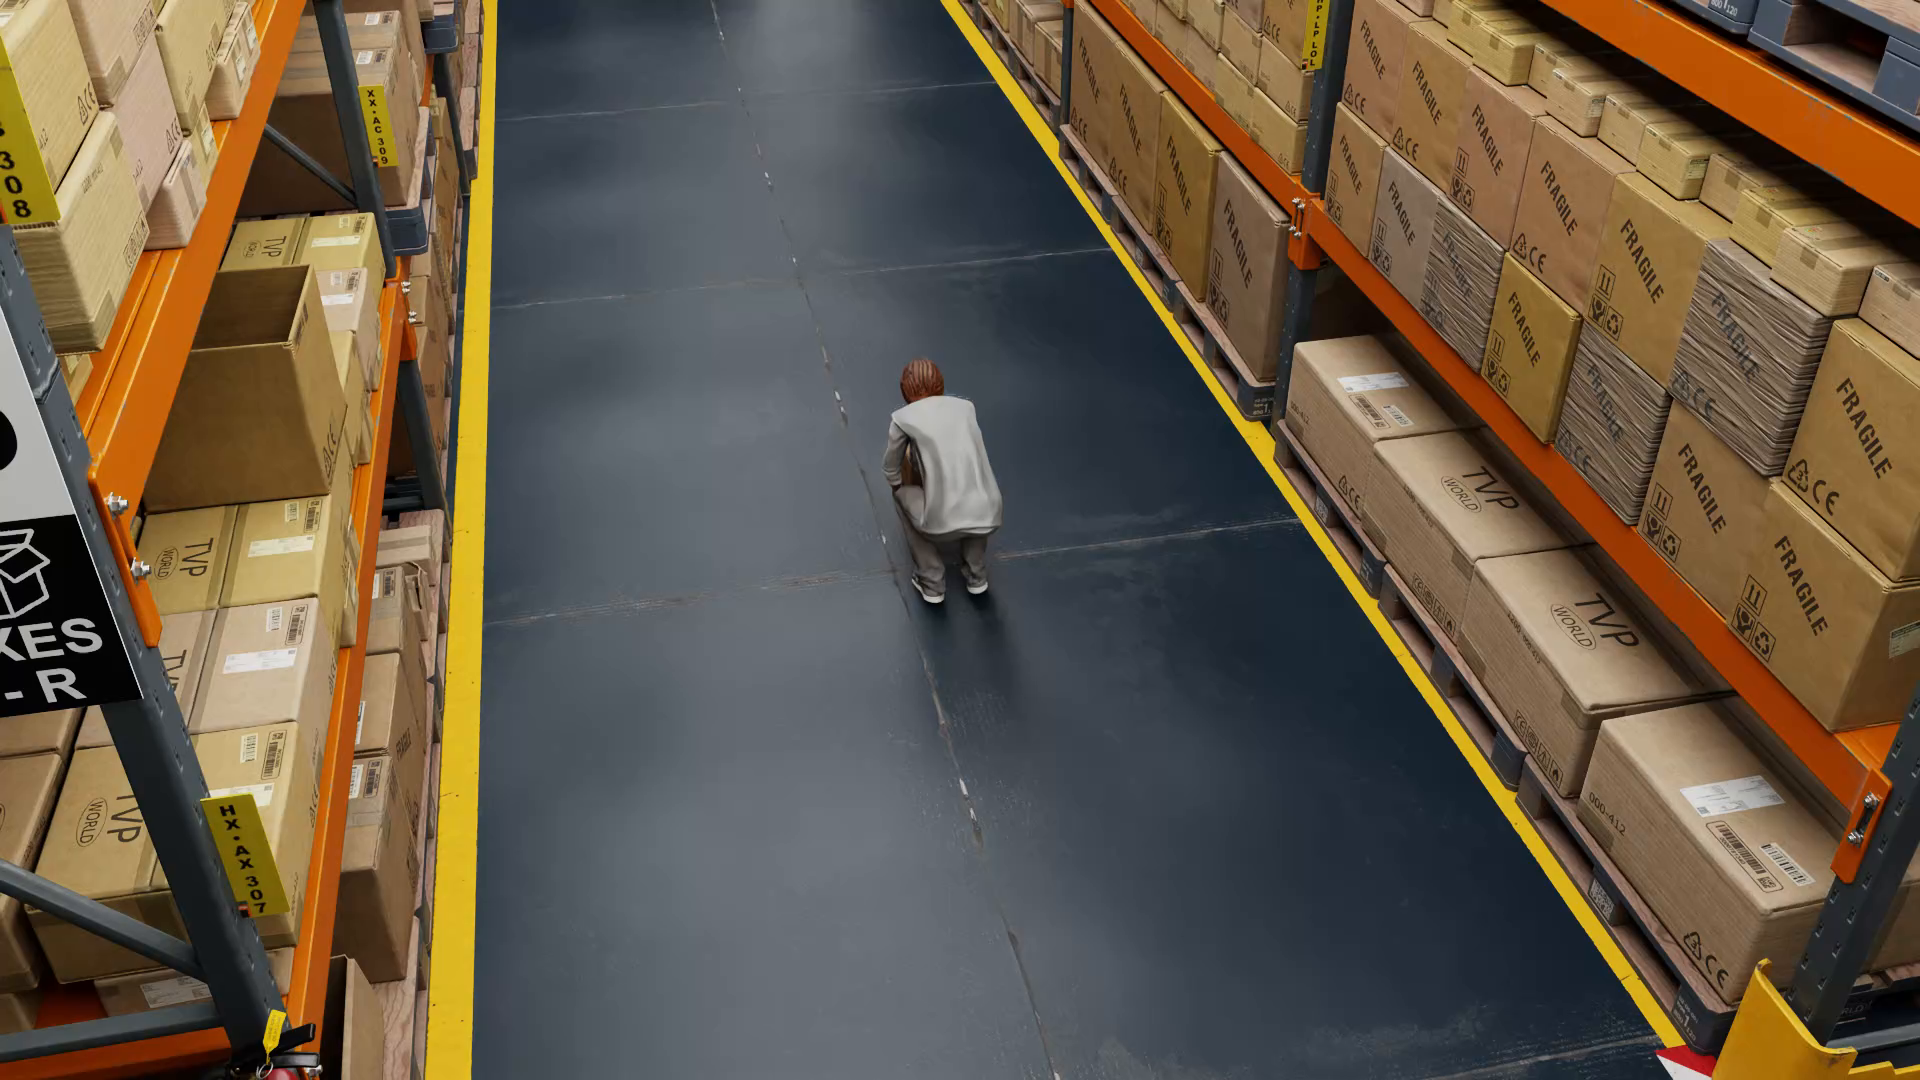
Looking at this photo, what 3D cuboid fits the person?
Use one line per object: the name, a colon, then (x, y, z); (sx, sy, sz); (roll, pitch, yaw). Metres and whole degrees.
person: (-0.074, -0.220, 7.076); (0.440, 0.908, 0.796); (-7, 36, -11)
